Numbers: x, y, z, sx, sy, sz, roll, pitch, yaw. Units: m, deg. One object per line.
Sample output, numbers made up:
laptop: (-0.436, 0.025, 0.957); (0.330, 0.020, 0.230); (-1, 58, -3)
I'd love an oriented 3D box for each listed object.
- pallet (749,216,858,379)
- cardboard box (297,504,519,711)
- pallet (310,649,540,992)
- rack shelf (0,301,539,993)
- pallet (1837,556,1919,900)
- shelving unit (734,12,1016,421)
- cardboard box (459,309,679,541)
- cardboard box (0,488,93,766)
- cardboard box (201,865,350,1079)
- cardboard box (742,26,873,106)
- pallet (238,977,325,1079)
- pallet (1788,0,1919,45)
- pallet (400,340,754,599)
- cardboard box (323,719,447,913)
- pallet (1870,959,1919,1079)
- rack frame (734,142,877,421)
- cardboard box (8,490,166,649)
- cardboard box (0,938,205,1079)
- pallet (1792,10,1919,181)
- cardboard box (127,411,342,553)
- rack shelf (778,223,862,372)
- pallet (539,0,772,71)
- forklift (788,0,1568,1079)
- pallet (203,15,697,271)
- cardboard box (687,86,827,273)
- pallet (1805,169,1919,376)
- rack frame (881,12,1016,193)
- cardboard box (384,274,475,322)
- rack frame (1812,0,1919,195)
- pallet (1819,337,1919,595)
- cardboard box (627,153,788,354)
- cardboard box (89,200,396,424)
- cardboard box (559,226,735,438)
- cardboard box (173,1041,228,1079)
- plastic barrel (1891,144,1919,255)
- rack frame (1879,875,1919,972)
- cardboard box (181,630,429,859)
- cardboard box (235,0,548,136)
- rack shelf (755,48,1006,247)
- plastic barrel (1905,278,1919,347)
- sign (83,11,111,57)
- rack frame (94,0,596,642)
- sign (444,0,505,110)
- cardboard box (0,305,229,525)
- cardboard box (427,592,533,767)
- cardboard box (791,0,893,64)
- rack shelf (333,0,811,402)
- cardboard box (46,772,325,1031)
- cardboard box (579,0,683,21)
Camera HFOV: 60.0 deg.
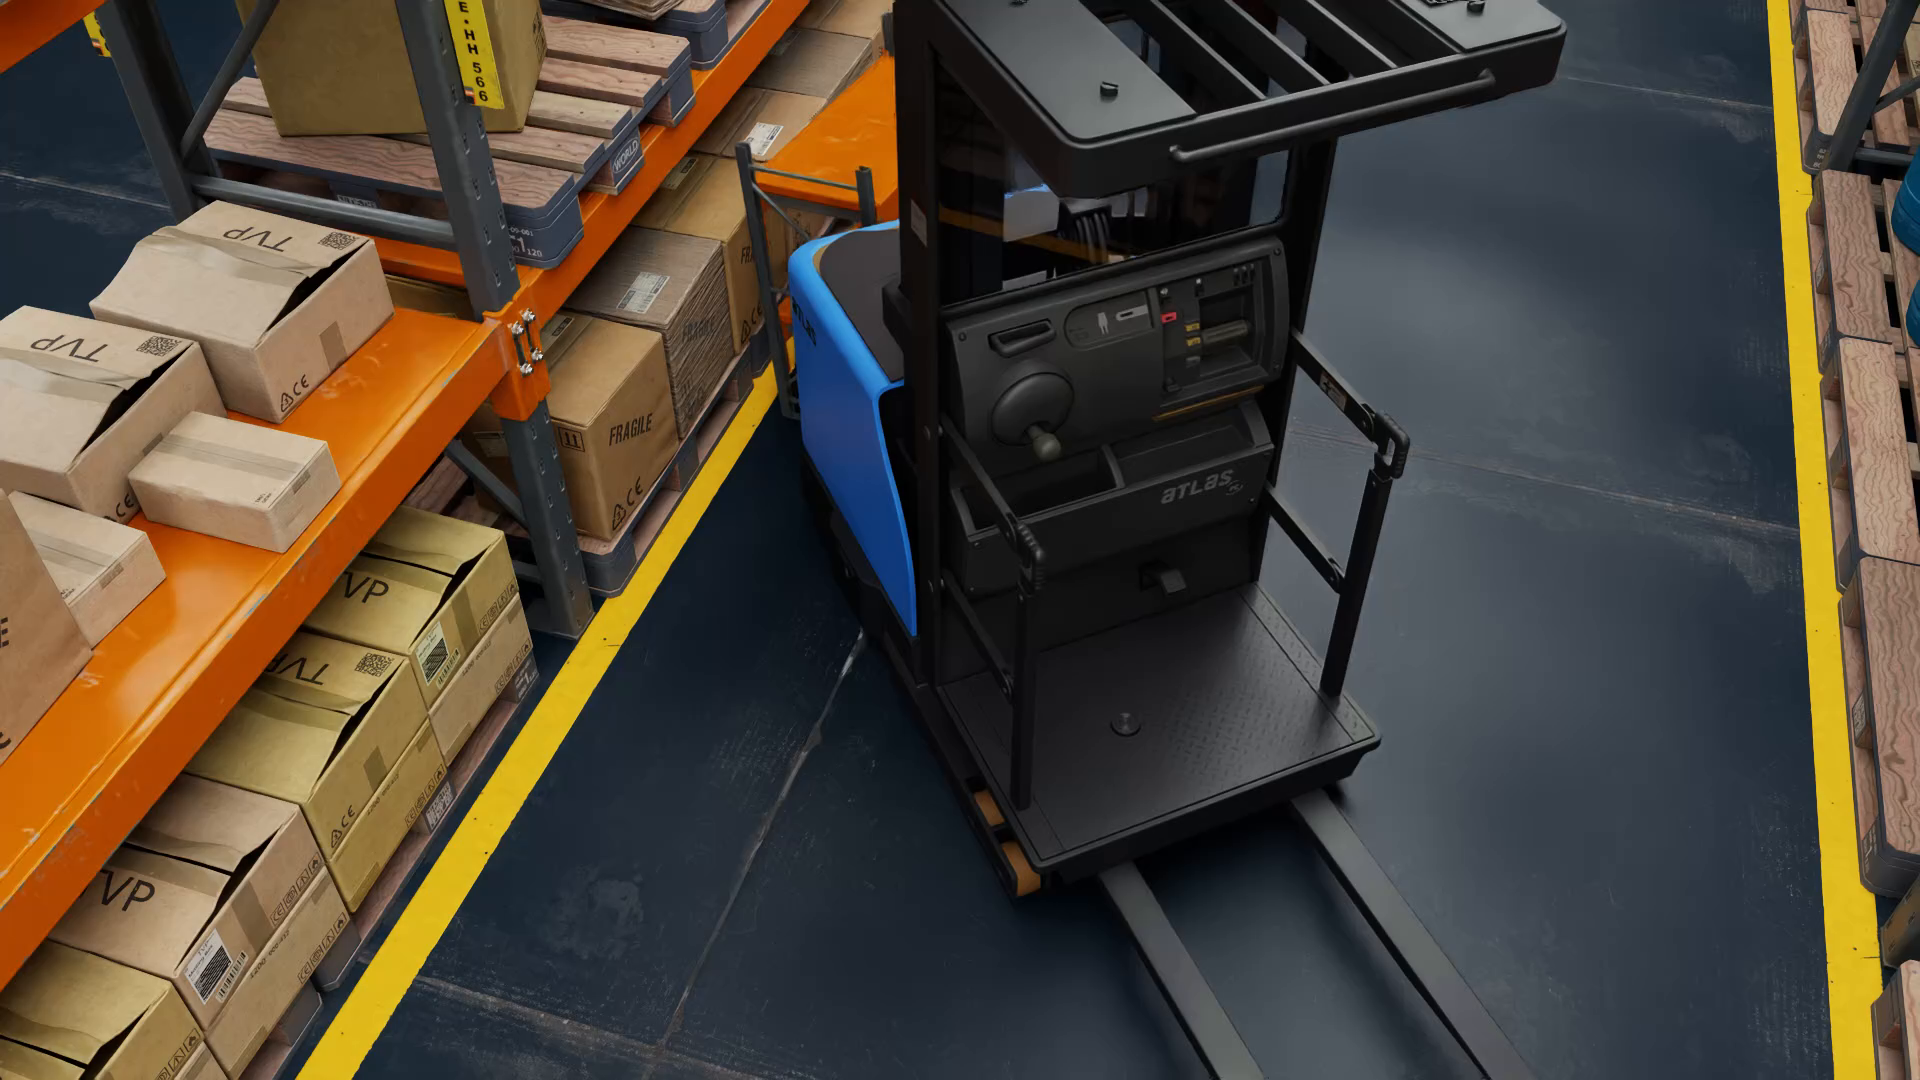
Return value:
pallet: (-1.065, -1.191, 6.816); (1.003, 0.211, 1.213); (13, 46, 13)
cardboard box: (-1.623, 0.146, 4.721); (0.500, 0.311, 0.500); (14, 46, 14)
pallet: (-1.985, 0.649, 4.935); (1.003, 0.211, 1.213); (13, 46, 13)
rack shelf: (-2.305, 0.703, 3.402); (1.077, 0.370, 4.000); (13, 46, 13)
pallet: (3.220, 0.626, 4.959); (1.003, 0.211, 1.213); (13, 46, 13)
shelving unit: (-0.248, -1.143, 6.084); (0.538, 1.125, 1.048); (16, 46, 22)
cardboard box: (-1.289, -0.394, 5.481); (0.500, 0.500, 0.500); (14, 46, 14)
cardboard box: (-2.191, 0.198, 3.331); (0.500, 0.500, 0.500); (10, 45, 10)
cardboard box: (-1.934, 1.026, 4.222); (0.500, 0.250, 0.500); (14, 46, 13)
cardboard box: (-0.674, -1.766, 6.883); (0.500, 0.500, 0.500); (13, 46, 13)
pallet: (-2.357, 1.460, 4.107); (1.003, 0.211, 1.213); (13, 46, 13)
pallet: (4.785, -2.820, 8.481); (1.003, 0.211, 1.213); (13, 46, 13)
pallet: (-1.437, -0.381, 5.988); (1.003, 0.211, 1.213); (13, 46, 13)
cardboard box: (-1.778, 0.692, 4.564); (0.500, 0.250, 0.500); (12, 46, 12)
pallet: (2.749, 1.669, 3.894); (1.003, 0.211, 1.213); (13, 46, 13)
rack frame: (-0.474, -0.825, 5.758); (0.500, 1.125, 0.032); (16, 46, 22)
cardboard box: (-2.031, 0.064, 3.719); (0.380, 0.149, 0.250); (16, 47, 15)
cardboard box: (-2.083, 1.163, 3.682); (0.500, 0.311, 0.500); (14, 46, 14)
pallet: (4.418, -2.004, 7.647); (1.003, 0.211, 1.213); (13, 46, 13)
cardboard box: (-1.708, -0.140, 3.928); (0.380, 0.149, 0.250); (13, 46, 13)
rack shelf: (-0.231, -0.963, 6.248); (0.538, 0.278, 1.000); (16, 46, 22)
pallet: (-1.114, -2.116, 5.905); (1.003, 0.211, 1.213); (13, 46, 13)
forklift: (0.506, -0.387, 4.050); (1.130, 2.935, 3.031); (-17, 47, -17)
pallet: (-1.560, -1.286, 5.057); (1.213, 0.211, 1.003); (13, 46, 13)
cardboard box: (-0.826, -1.427, 6.536); (0.500, 0.500, 0.500); (11, 45, 11)
pallet: (3.959, -1.000, 6.621); (1.003, 0.211, 1.213); (13, 46, 13)
rack frame: (-0.021, -1.461, 6.409); (0.500, 1.125, 0.032); (16, 46, 22)
cardboard box: (-1.639, -0.825, 5.921); (0.500, 0.500, 0.500); (14, 46, 14)
rack frame: (4.232, -2.502, 6.162); (1.000, 3.000, 0.127); (13, 46, 13)
pallet: (3.591, -0.184, 5.787); (1.003, 0.211, 1.213); (13, 46, 13)
cardboard box: (-0.979, -1.078, 6.179); (0.500, 0.500, 0.500); (12, 46, 12)
cardboard box: (-1.851, -0.623, 4.305); (0.500, 0.311, 0.500); (15, 46, 15)
cardboard box: (-1.135, -0.745, 5.839); (0.500, 0.500, 0.500); (11, 45, 11)
cardboard box: (-2.087, 1.370, 3.871); (0.500, 0.250, 0.500); (13, 46, 13)
plastic barrel: (4.051, -1.543, 6.383); (0.600, 0.901, 0.708); (13, 46, 13)
rack frame: (3.021, 0.164, 3.438); (1.000, 3.000, 0.127); (13, 46, 13)
cardboard box: (-1.774, 0.494, 4.366); (0.500, 0.311, 0.500); (12, 46, 12)
cardboard box: (-1.616, -1.517, 4.784); (0.700, 0.500, 0.500); (-1, 44, -1)
rack shelf: (-0.268, -1.359, 5.887); (0.538, 0.278, 1.000); (16, 46, 22)
plastic barrel: (3.837, -1.071, 5.900); (0.600, 0.901, 0.708); (13, 46, 13)
sign: (-2.219, -1.382, 4.246); (0.100, 0.325, 0.005); (13, 46, 13)
rack frame: (-1.699, -0.888, 4.512); (1.000, 3.000, 0.127); (13, 46, 13)
sign: (-1.169, -1.186, 3.990); (0.100, 0.325, 0.005); (13, 46, 13)
cardboard box: (-2.154, -0.301, 3.976); (0.500, 0.311, 0.500); (12, 46, 12)
cardboard box: (-1.626, 0.347, 4.916); (0.500, 0.250, 0.500); (14, 46, 13)
cardboard box: (-0.522, -2.100, 7.224); (0.500, 0.500, 0.500); (13, 46, 13)
rack shelf: (-1.093, -1.964, 6.126); (1.077, 0.370, 4.000); (13, 46, 13)
cardboard box: (-1.929, 0.829, 4.022); (0.500, 0.311, 0.500); (12, 46, 12)
cardboard box: (-1.157, -2.086, 5.366); (0.700, 0.500, 0.500); (21, 48, 20)
